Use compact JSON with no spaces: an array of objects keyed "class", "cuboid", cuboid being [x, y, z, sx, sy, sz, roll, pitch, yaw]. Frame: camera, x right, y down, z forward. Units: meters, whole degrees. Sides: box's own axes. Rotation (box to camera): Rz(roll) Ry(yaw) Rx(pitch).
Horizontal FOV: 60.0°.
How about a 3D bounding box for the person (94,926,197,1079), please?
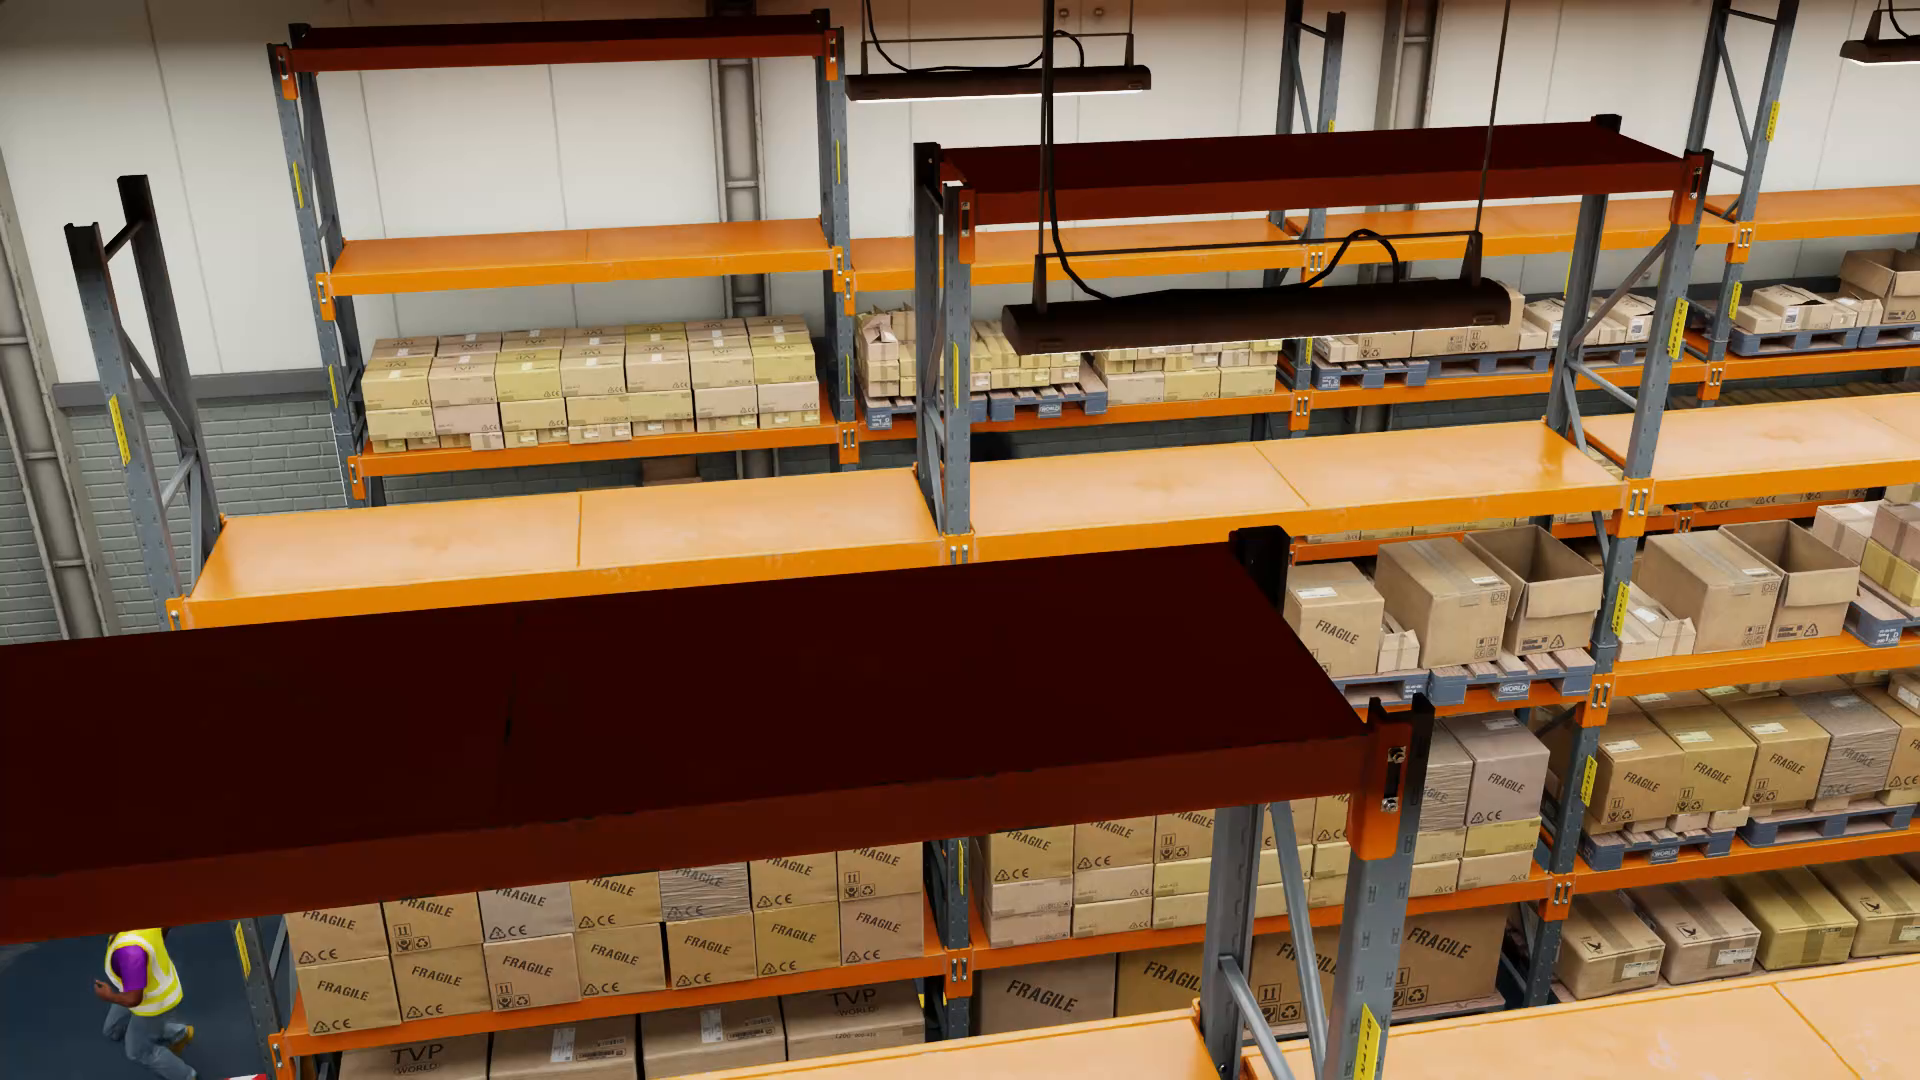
[{"class":"person","cuboid":[-5.142,2.851,10.466,0.560,1.719,0.821,-15,29,-27]}]
